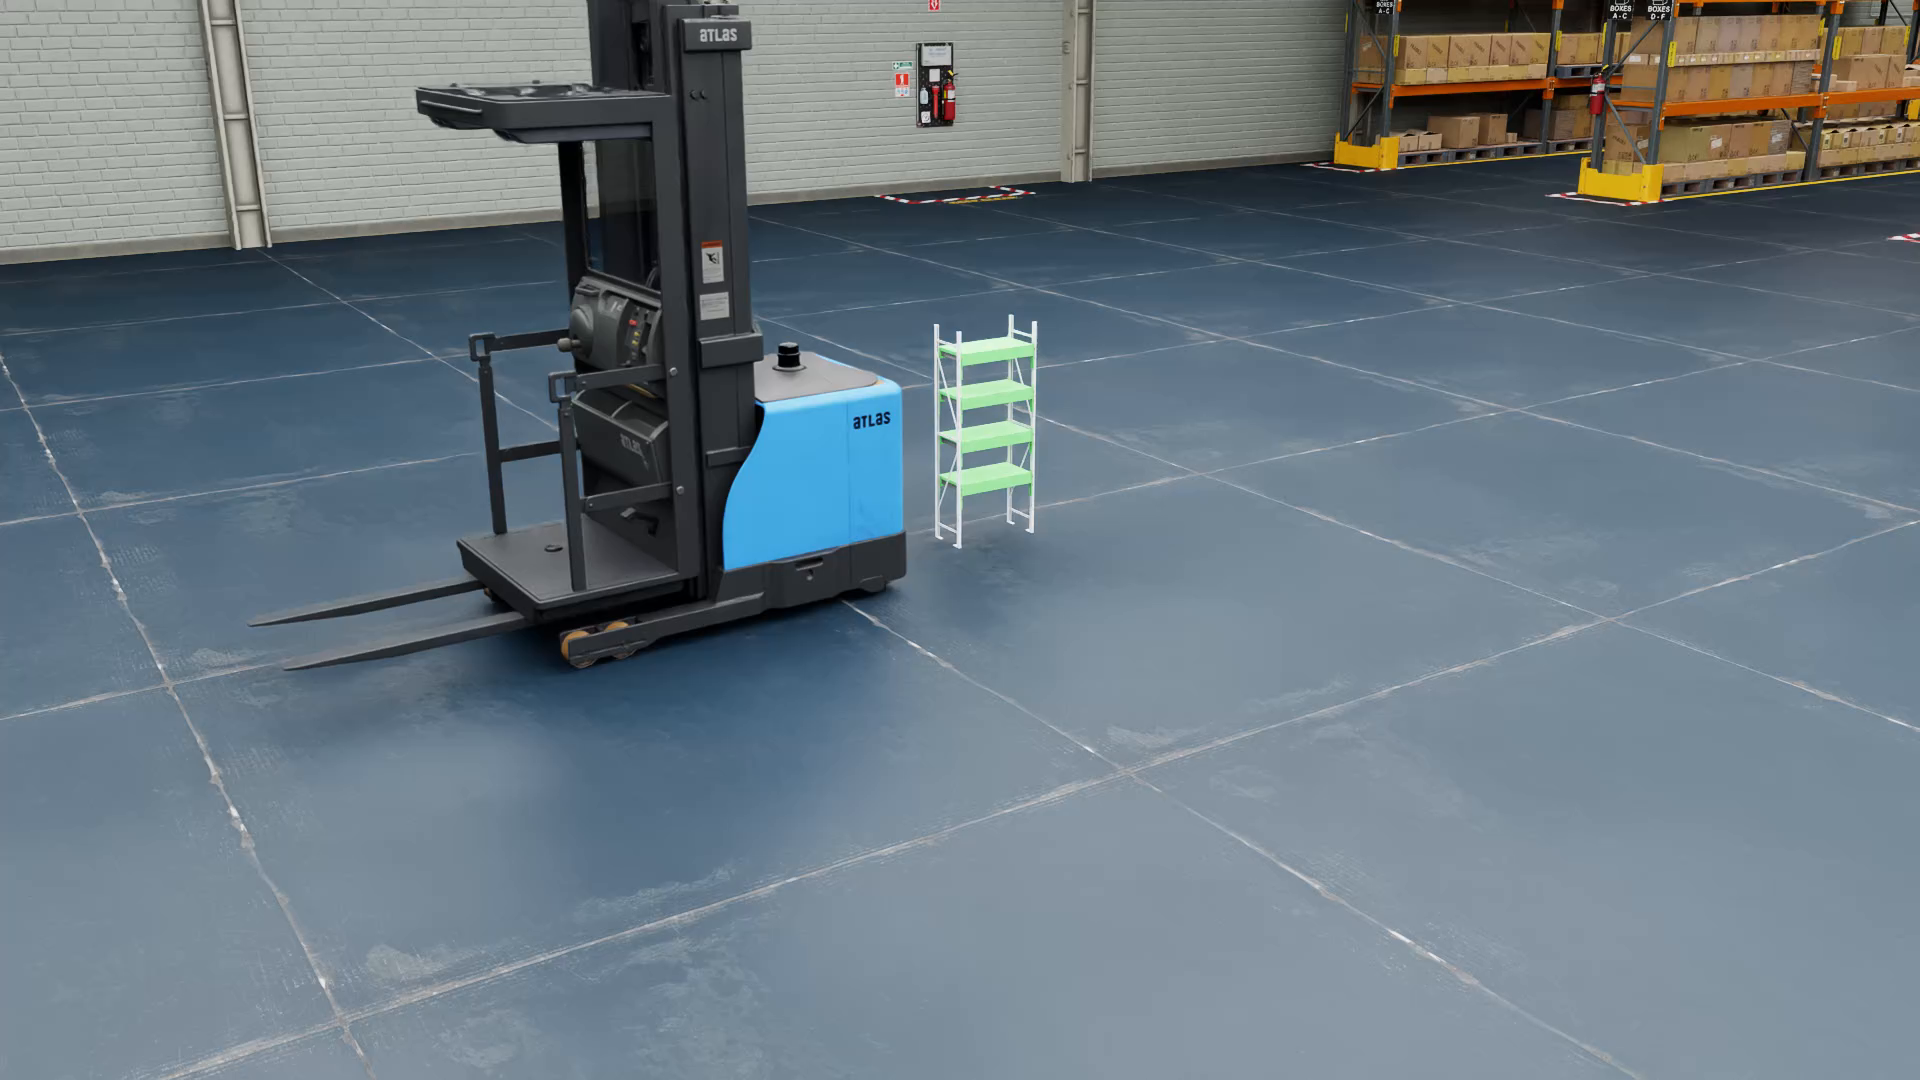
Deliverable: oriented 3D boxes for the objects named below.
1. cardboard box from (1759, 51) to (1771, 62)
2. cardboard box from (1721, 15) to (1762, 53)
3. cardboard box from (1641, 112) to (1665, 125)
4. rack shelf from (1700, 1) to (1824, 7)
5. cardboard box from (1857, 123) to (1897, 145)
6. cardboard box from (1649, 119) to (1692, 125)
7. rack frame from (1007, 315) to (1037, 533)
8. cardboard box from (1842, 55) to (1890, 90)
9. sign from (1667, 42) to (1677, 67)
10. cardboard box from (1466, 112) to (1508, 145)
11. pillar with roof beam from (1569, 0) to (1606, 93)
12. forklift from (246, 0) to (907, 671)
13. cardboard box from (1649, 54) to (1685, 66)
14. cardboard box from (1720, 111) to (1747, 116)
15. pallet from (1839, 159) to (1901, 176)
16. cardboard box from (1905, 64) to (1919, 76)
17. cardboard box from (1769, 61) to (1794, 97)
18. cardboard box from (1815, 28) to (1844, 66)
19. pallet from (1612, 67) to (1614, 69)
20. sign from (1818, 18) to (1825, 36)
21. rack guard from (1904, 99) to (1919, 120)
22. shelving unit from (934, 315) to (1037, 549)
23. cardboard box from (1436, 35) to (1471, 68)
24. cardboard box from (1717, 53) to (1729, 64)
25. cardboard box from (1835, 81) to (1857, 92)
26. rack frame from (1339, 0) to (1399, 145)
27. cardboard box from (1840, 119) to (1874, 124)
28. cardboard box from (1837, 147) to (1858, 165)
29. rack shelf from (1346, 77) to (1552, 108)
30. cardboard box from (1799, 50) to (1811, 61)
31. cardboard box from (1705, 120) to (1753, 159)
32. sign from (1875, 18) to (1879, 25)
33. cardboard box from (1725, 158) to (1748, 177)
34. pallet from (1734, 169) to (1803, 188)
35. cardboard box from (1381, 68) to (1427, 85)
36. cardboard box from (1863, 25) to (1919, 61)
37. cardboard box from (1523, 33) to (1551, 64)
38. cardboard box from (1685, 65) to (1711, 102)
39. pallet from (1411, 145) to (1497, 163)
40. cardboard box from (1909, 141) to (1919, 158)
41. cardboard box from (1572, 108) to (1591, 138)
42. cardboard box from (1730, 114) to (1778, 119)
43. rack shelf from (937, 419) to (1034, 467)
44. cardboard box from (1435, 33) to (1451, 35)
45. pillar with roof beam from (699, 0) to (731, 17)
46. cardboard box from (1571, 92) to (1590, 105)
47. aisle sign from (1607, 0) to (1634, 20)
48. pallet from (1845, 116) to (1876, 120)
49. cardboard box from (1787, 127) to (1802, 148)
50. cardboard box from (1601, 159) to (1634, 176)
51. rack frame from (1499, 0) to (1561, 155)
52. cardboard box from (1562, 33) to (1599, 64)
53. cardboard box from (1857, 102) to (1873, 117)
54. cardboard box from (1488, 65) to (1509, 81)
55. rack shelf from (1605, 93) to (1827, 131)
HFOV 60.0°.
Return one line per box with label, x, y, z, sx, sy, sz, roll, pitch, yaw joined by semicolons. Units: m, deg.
cardboard box;11.582;-7.057;24.267;0.250;0.149;0.380;-11;22;-30
cardboard box;11.128;-7.348;24.114;0.500;0.500;0.700;-12;22;-31
cardboard box;12.793;-7.943;31.274;0.500;0.500;0.700;-12;22;-31
rack shelf;15.036;-10.492;32.037;4.000;0.370;1.077;-12;22;-31
cardboard box;14.518;-6.470;26.462;0.500;0.311;0.500;-11;22;-30
cardboard box;10.523;-5.932;24.575;0.500;0.500;0.500;-12;22;-31
rack frame;0.342;-0.641;9.266;0.015;1.200;0.240;-12;22;-31
cardboard box;14.261;-7.390;26.265;0.500;0.500;0.500;-12;22;-31
sign;9.712;-6.625;22.681;0.005;0.325;0.100;-12;22;-31
cardboard box;9.180;-7.186;29.033;0.500;0.500;0.500;-14;23;-35
pillar with roof beam;14.172;-10.753;27.000;0.400;9.000;9.100;-12;22;-31
forklift;-1.774;-1.001;7.629;3.031;2.935;1.130;-13;22;-33
cardboard box;9.858;-6.693;23.189;0.250;0.149;0.380;-12;22;-32
cardboard box;14.787;-8.488;32.368;0.750;0.750;0.750;-12;22;-32
pallet;14.366;-6.067;26.859;1.213;0.211;1.003;-12;22;-31
cardboard box;15.765;-7.641;27.302;0.500;0.311;0.500;-10;21;-28
cardboard box;11.948;-6.904;24.827;0.500;0.500;0.700;-12;22;-32
cardboard box;17.168;-9.998;33.666;0.700;0.700;0.980;-12;22;-31
pallet;12.829;-8.815;30.935;1.003;0.211;1.213;-12;22;-31
sign;17.013;-10.132;32.847;0.005;0.325;0.100;-12;22;-31
rack guard;20.067;-9.289;35.941;0.348;0.500;1.175;-12;22;-31
shelving unit;0.138;-0.598;9.139;0.503;1.200;0.258;-12;22;-31
cardboard box;8.101;-8.122;27.617;0.500;0.500;0.500;-13;22;-33
cardboard box;10.719;-6.875;23.728;0.250;0.149;0.380;-13;23;-33
cardboard box;13.605;-7.013;25.699;0.250;0.149;0.380;-12;22;-31
rack frame;6.684;-7.651;27.192;0.127;3.000;1.000;-12;22;-31
cardboard box;14.633;-6.700;27.141;0.500;0.311;0.500;-13;22;-33
cardboard box;13.653;-6.022;26.011;0.500;0.250;0.500;-11;22;-30
rack shelf;8.354;-7.662;28.349;4.000;0.370;1.077;-12;22;-31
cardboard box;12.435;-7.238;24.800;0.250;0.149;0.380;-12;22;-33
cardboard box;11.236;-5.877;24.410;0.500;0.500;0.500;-12;22;-31
sign;19.747;-11.066;35.819;0.005;0.325;0.100;-12;22;-31
cardboard box;11.236;-5.522;24.531;0.500;0.250;0.500;-12;22;-31
pallet;12.065;-5.581;25.424;1.213;0.211;1.003;-12;22;-31
cardboard box;7.266;-7.590;27.216;0.500;0.250;0.500;-13;22;-33
cardboard box;19.626;-10.519;35.206;0.700;0.700;0.980;-11;21;-29
cardboard box;9.800;-8.483;28.686;0.500;0.500;0.500;-12;22;-32
cardboard box;10.245;-6.546;23.769;0.500;0.500;0.700;-11;22;-30
pallet;8.463;-6.690;28.705;1.213;0.211;1.003;-12;22;-31
cardboard box;15.359;-6.382;27.077;0.500;0.250;0.500;-12;22;-32
cardboard box;11.034;-7.618;30.311;0.500;0.500;0.700;-12;22;-32
cardboard box;12.193;-6.285;25.618;0.500;0.500;0.500;-12;22;-31
rack shelf;0.138;-0.537;9.159;0.480;0.148;0.258;-12;22;-31
cardboard box;8.237;-8.351;28.296;0.500;0.500;0.500;-12;22;-31
pillar with roof beam;-0.861;-7.582;17.622;0.400;9.000;9.100;-12;22;-31
cardboard box;11.429;-8.040;30.389;0.500;0.250;0.500;-13;22;-33
aisle sign;9.195;-7.625;23.056;0.004;0.787;0.394;-12;22;-31
pallet;18.404;-8.773;34.864;1.213;0.211;1.003;-12;22;-31
cardboard box;12.933;-6.341;26.080;0.500;0.311;0.500;-12;22;-31
cardboard box;9.697;-5.396;24.161;0.500;0.250;0.500;-12;22;-31
rack frame;10.025;-8.355;29.276;0.127;3.000;1.000;-12;22;-31
cardboard box;10.939;-8.788;29.713;0.500;0.500;0.700;-9;21;-26
cardboard box;18.680;-9.157;34.894;0.500;0.500;0.700;-13;22;-33
cardboard box;8.964;-7.951;28.283;0.500;0.250;0.500;-12;22;-32
rack shelf;11.082;-6.338;24.432;4.000;0.370;1.077;-12;22;-31
